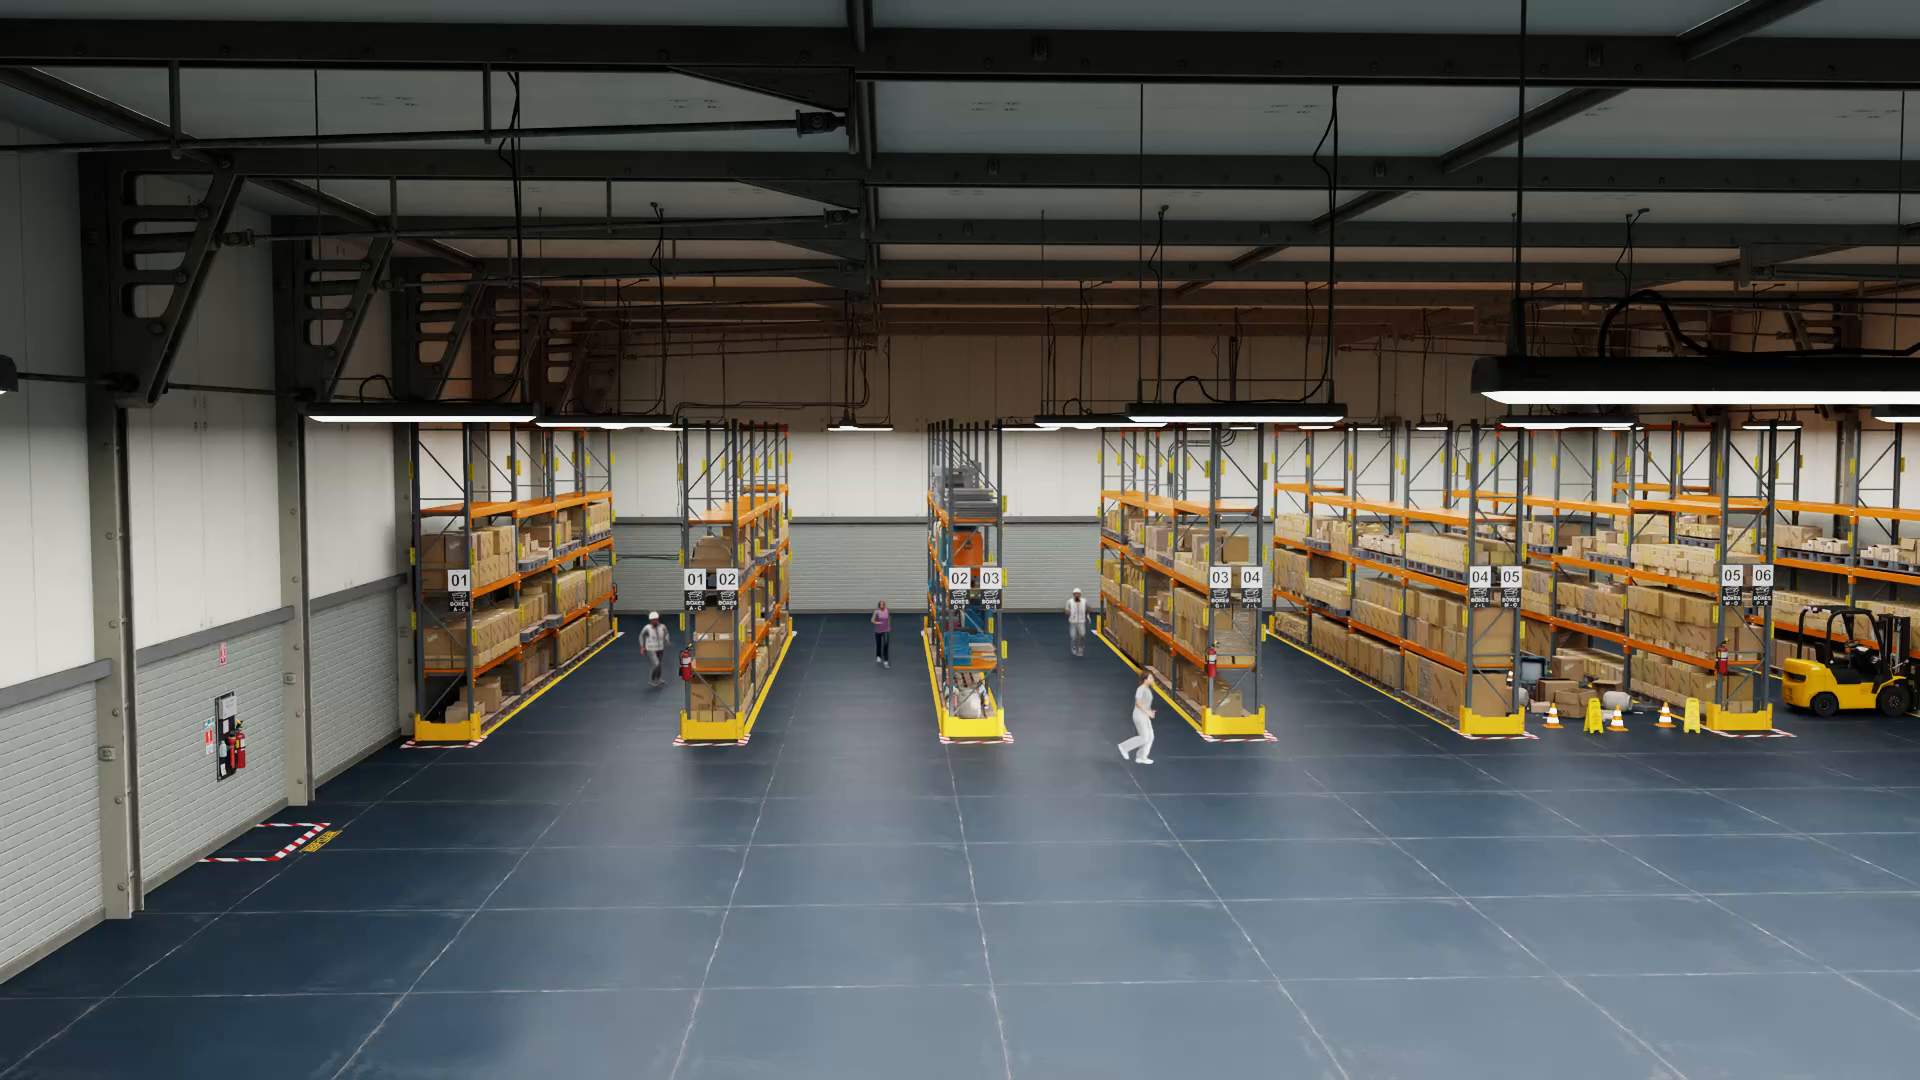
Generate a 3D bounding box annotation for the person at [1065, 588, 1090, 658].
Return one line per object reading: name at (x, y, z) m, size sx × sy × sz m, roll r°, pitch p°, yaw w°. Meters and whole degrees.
person at (3.008, 2.120, 42.427) m, size 0.669 × 1.784 × 0.789 m, roll 0°, pitch 4°, yaw -2°

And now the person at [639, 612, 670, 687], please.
person at (-6.875, 2.485, 37.740) m, size 0.805 × 1.736 × 0.656 m, roll 4°, pitch 5°, yaw 44°

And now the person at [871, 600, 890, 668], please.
person at (-1.943, 2.291, 40.954) m, size 0.527 × 1.627 × 0.800 m, roll -1°, pitch 4°, yaw -13°

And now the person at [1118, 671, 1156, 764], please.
person at (3.089, 3.076, 28.906) m, size 0.656 × 1.614 × 0.564 m, roll 1°, pitch 4°, yaw 21°
